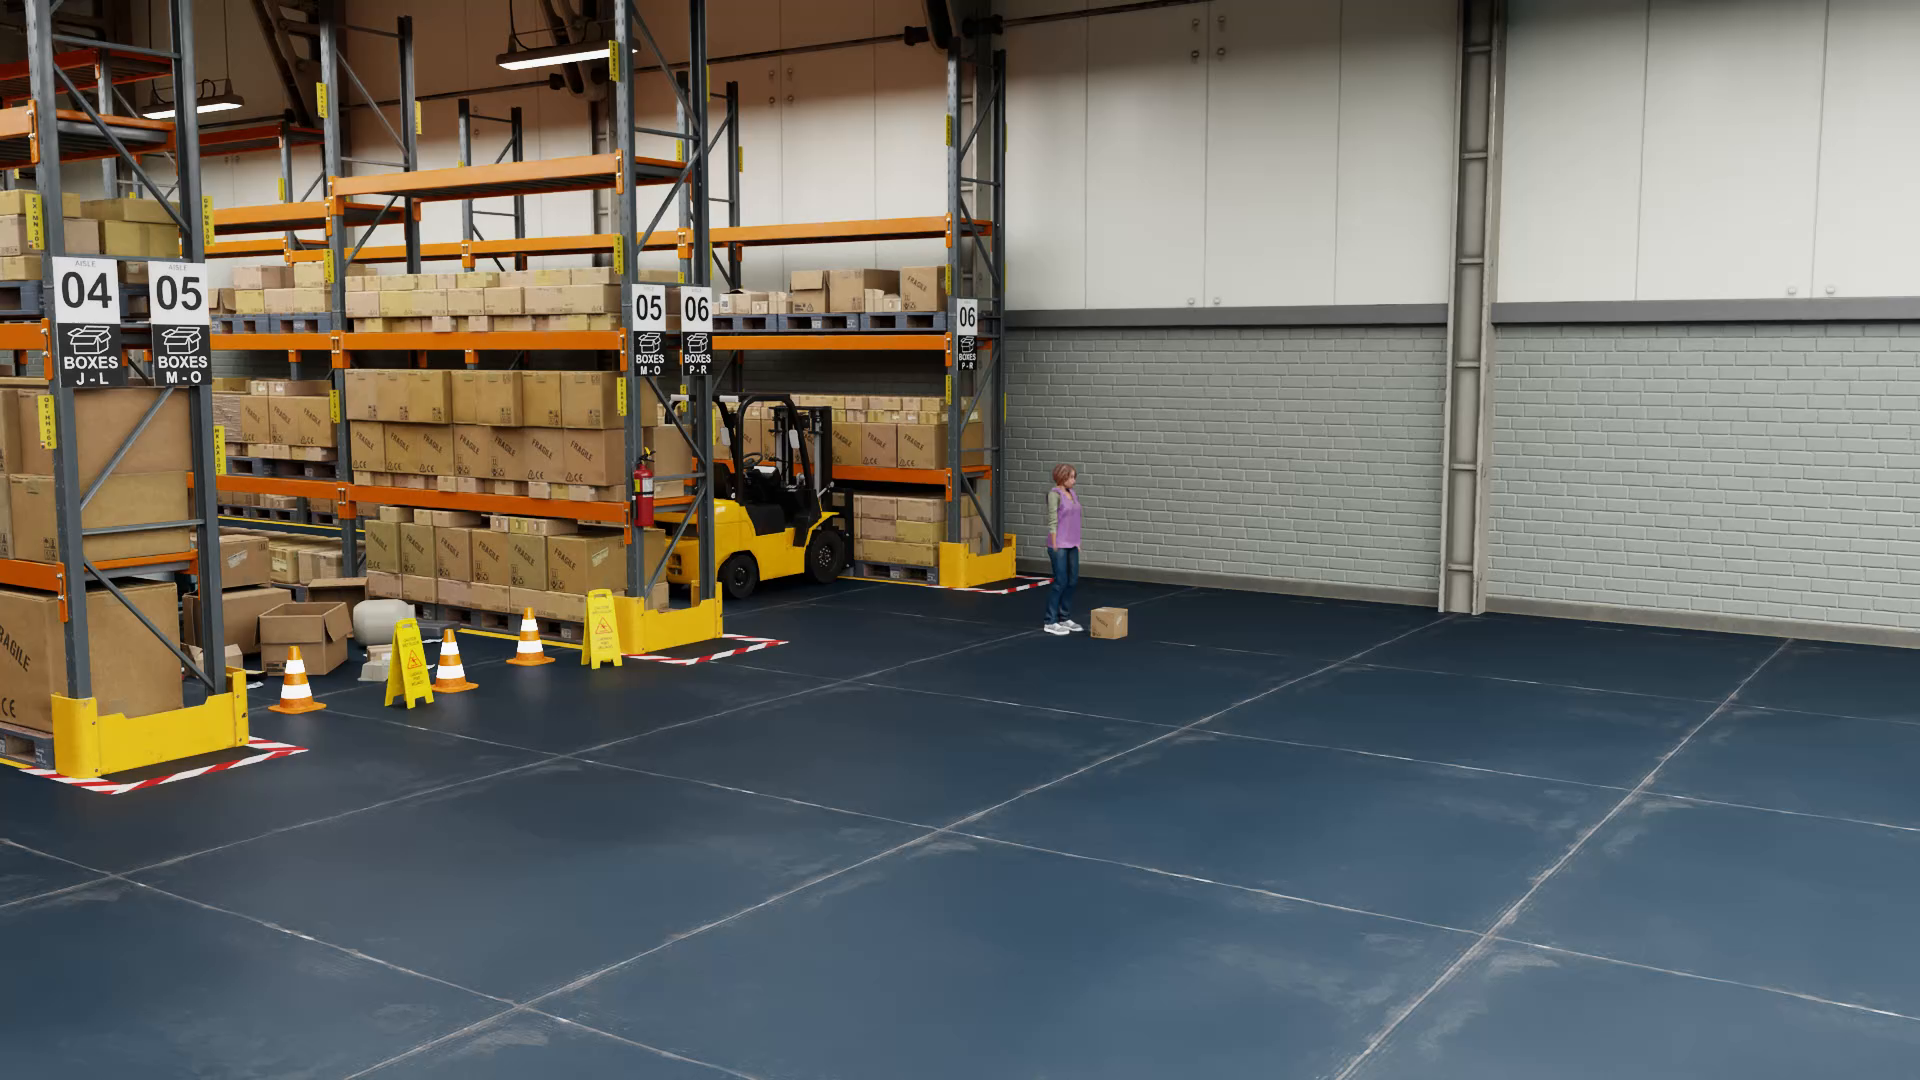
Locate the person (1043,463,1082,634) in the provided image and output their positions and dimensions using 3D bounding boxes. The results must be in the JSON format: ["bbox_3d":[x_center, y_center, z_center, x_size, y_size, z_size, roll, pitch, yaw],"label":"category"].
[{"bbox_3d":[0.975,0.073,15.590,0.304,1.593,0.391,5,8,35],"label":"person"}]
